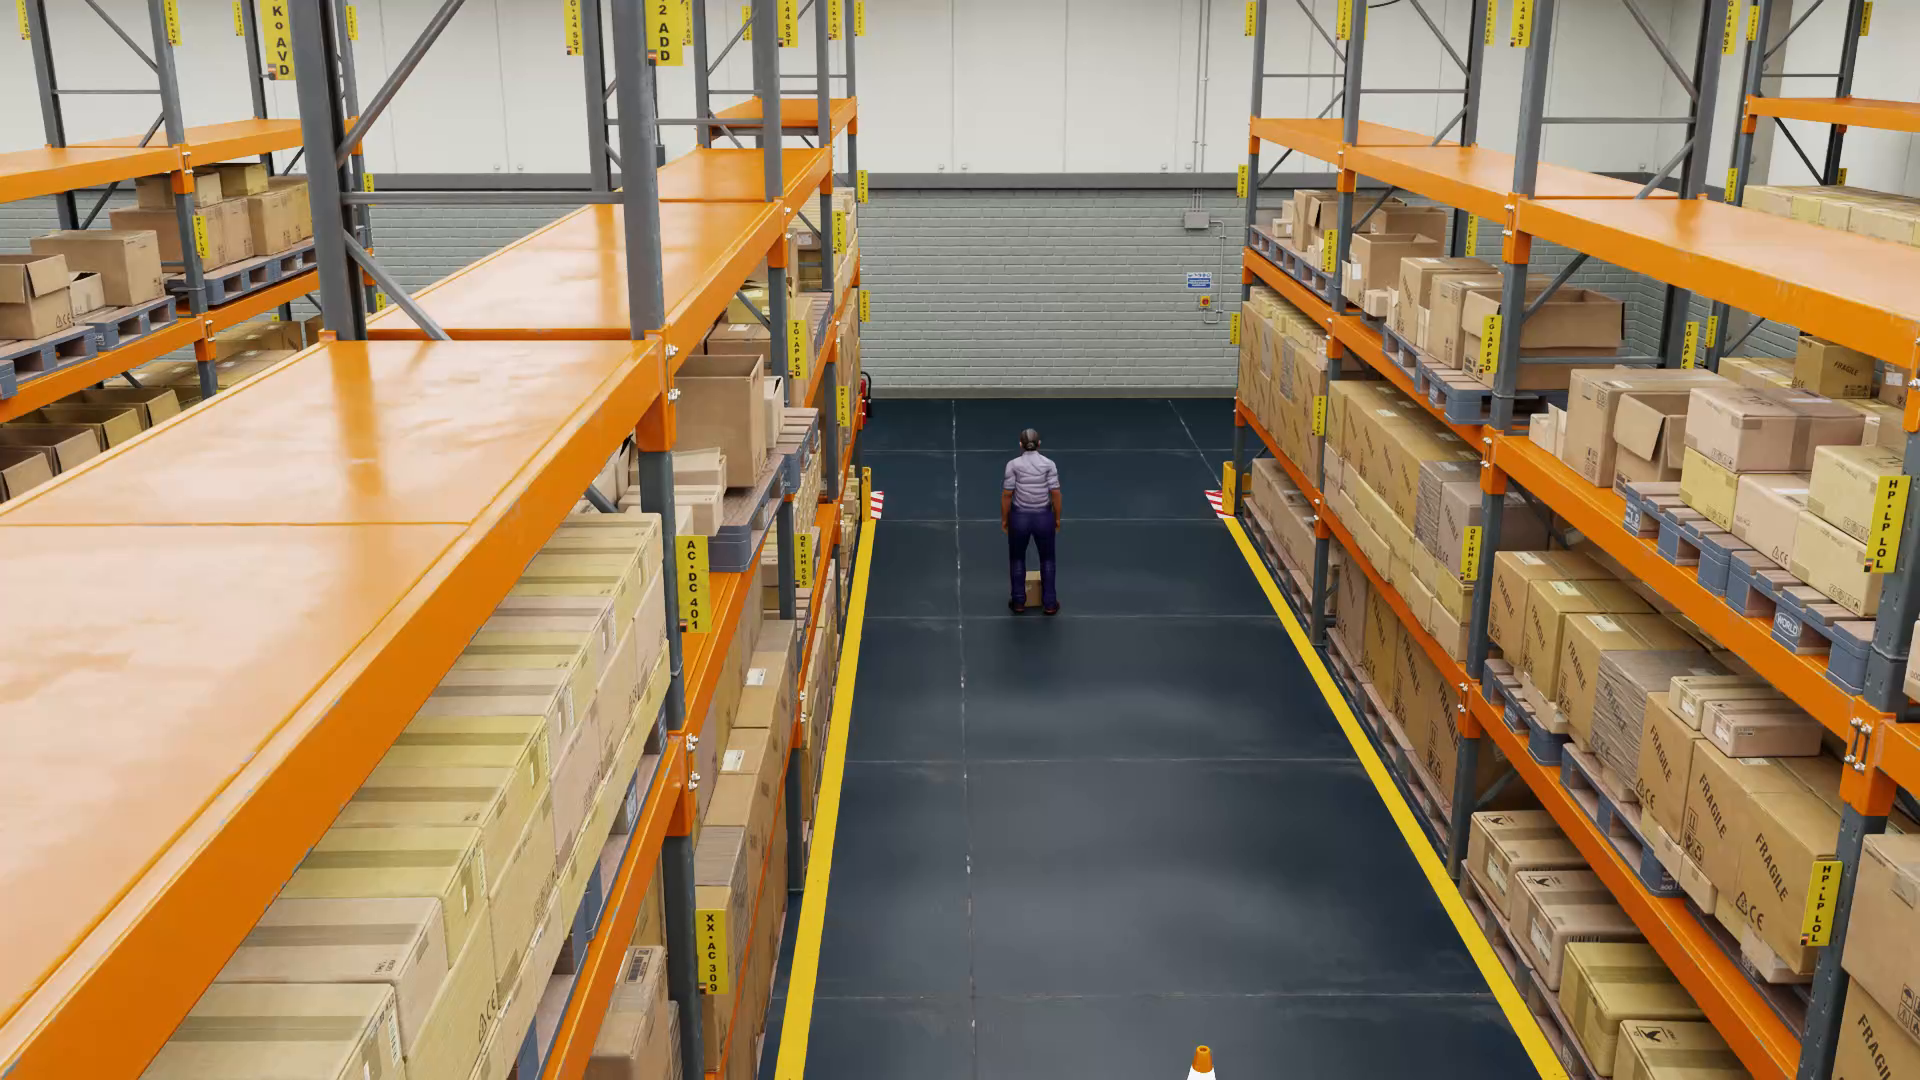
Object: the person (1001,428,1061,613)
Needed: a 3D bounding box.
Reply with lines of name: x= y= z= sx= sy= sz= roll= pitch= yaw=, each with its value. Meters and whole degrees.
person: x=0.630 y=-0.163 z=14.607 sx=0.538 sy=1.652 sz=0.414 roll=0 pitch=17 yaw=0
